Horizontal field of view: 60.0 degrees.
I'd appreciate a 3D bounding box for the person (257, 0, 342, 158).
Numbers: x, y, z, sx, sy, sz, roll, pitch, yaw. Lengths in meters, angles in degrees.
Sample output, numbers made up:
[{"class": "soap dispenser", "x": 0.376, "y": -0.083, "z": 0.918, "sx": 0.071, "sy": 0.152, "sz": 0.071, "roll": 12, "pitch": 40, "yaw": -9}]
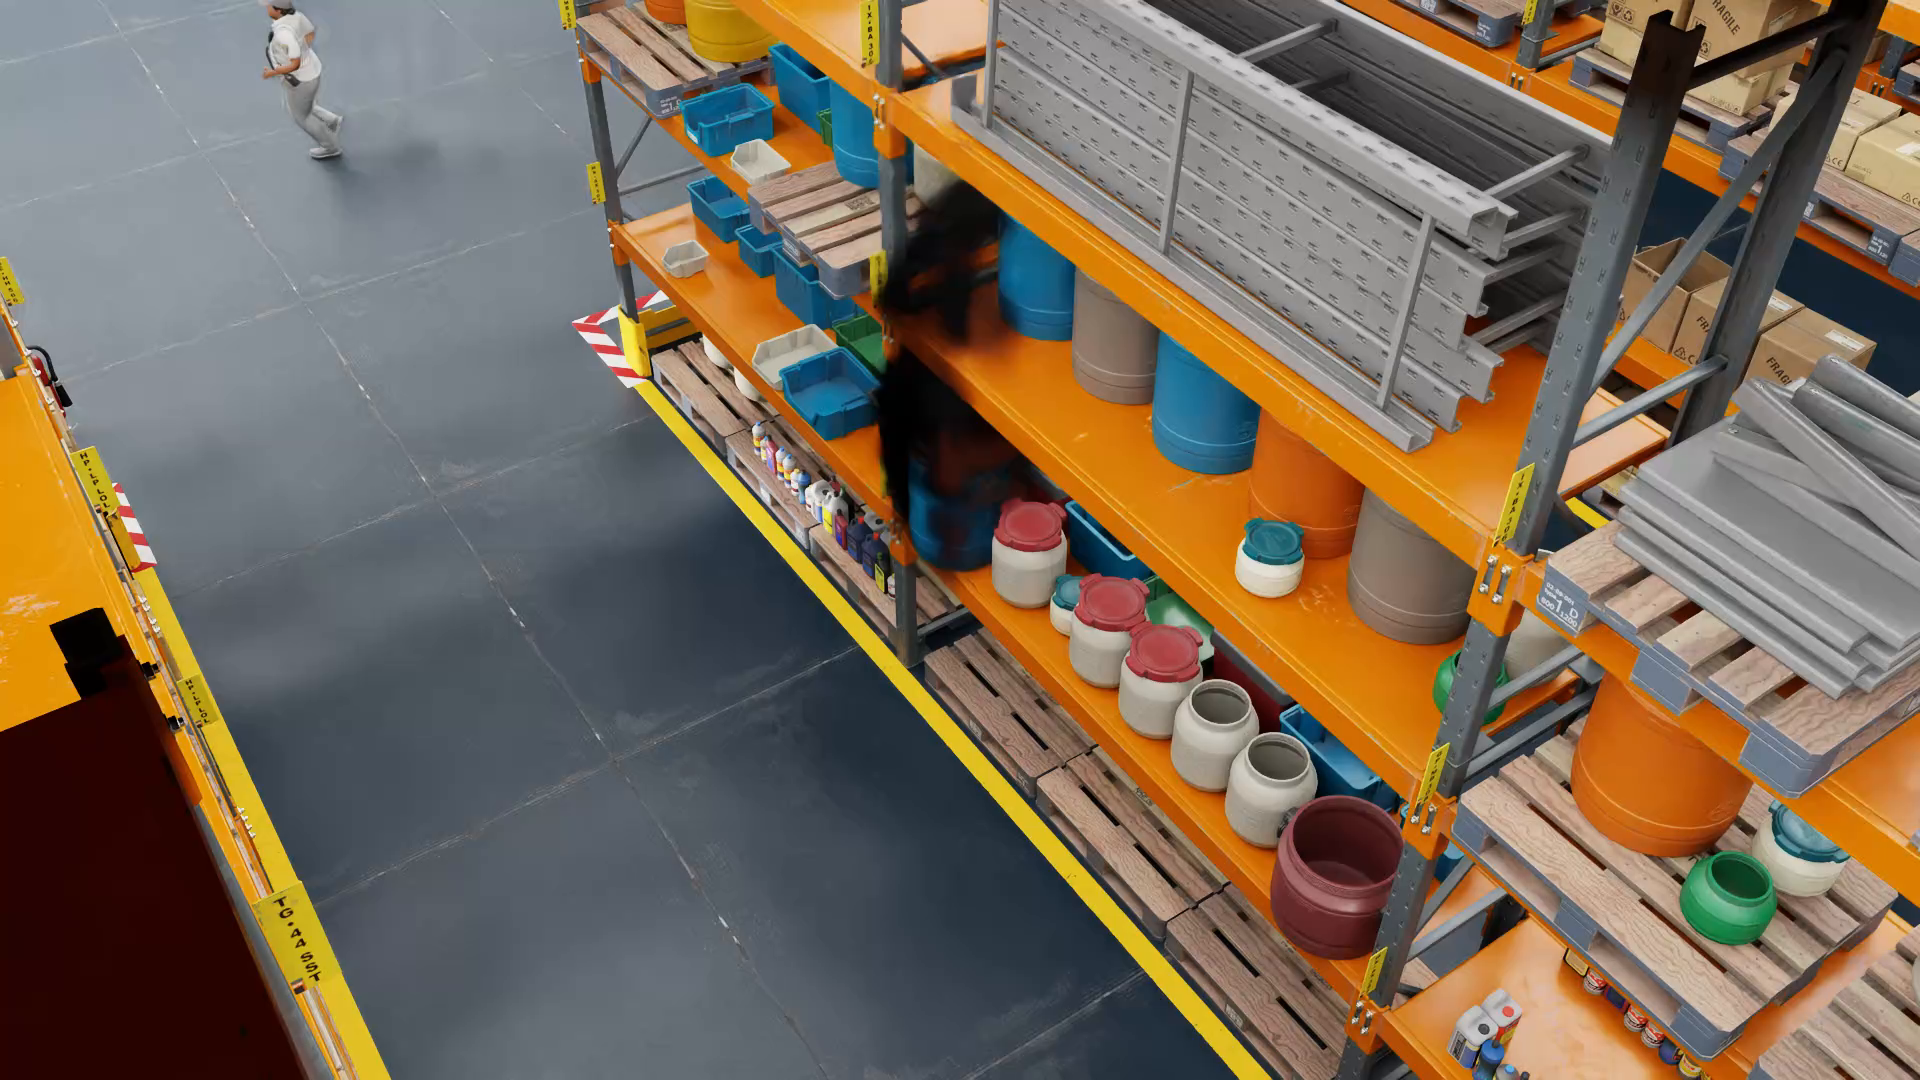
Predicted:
[{"class": "person", "x": -6.053, "y": -4.234, "z": 15.165, "sx": 0.538, "sy": 1.621, "sz": 0.582, "roll": -6, "pitch": 43, "yaw": -7}]
